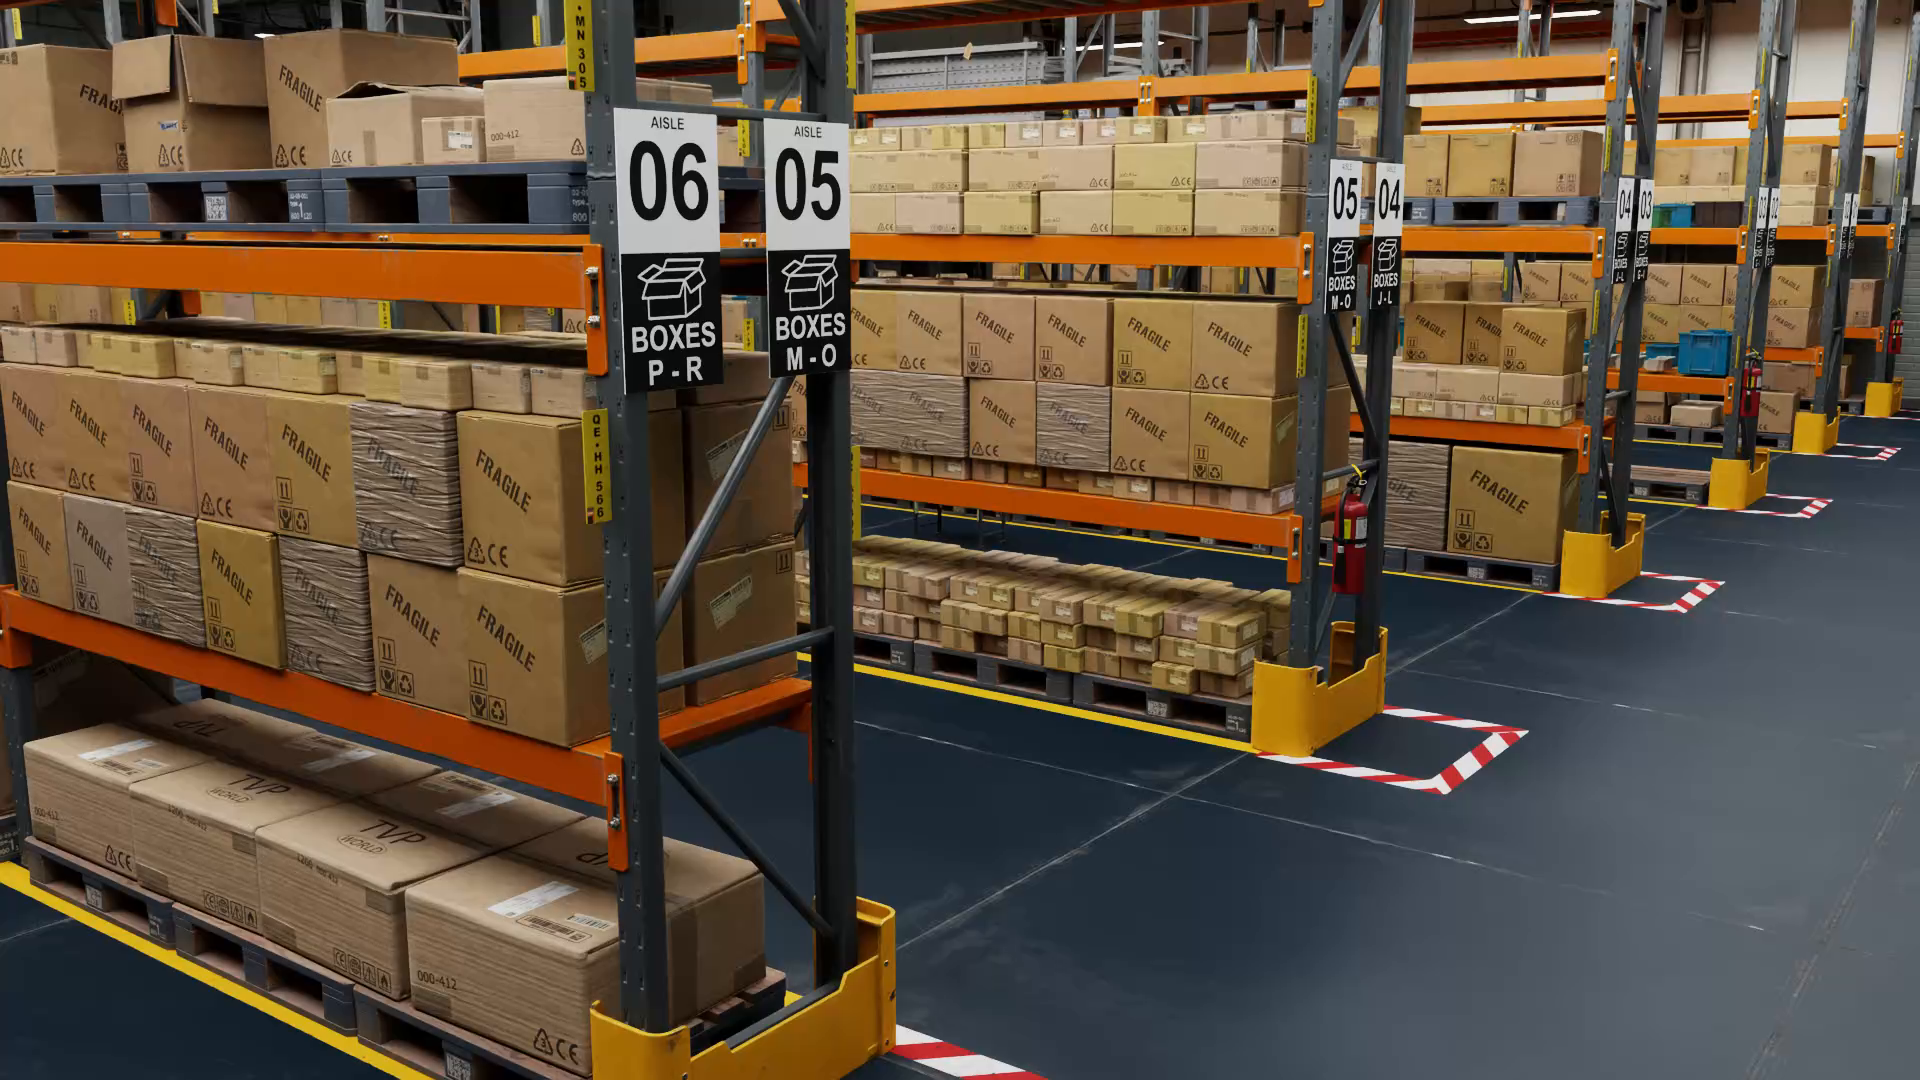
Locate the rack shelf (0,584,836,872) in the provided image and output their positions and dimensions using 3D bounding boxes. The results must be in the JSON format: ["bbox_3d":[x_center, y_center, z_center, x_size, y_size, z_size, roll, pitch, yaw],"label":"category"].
[{"bbox_3d":[-2.318,0.521,6.554,4.000,0.370,1.077,8,13,36],"label":"rack shelf"}]

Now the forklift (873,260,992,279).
[{"bbox_3d":[-0.344,-2.256,19.194,1.130,2.935,3.031,-6,13,-29],"label":"forklift"}]

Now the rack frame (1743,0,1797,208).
[{"bbox_3d":[8.092,-4.828,16.515,0.127,3.000,1.000,8,13,36],"label":"rack frame"}]

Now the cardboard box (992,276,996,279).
[{"bbox_3d":[0.598,-4.412,28.189,0.250,0.149,0.380,7,13,34],"label":"cardboard box"}]

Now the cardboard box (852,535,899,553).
[{"bbox_3d":[-0.640,0.075,11.797,0.250,0.149,0.380,8,14,37],"label":"cardboard box"}]

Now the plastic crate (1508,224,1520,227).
[{"bbox_3d":[6.118,-3.591,18.712,0.466,0.136,0.293,8,13,36],"label":"plastic crate"}]

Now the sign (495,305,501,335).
[{"bbox_3d":[-3.992,-1.890,14.281,0.005,0.325,0.100,8,13,36],"label":"sign"}]

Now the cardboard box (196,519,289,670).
[{"bbox_3d":[-2.491,0.159,6.269,0.500,0.500,0.500,8,14,37],"label":"cardboard box"}]

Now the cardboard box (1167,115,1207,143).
[{"bbox_3d":[1.353,-2.281,9.273,0.250,0.149,0.380,7,13,34],"label":"cardboard box"}]

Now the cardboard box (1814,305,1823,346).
[{"bbox_3d":[10.825,-2.780,21.459,0.500,0.500,0.500,8,14,37],"label":"cardboard box"}]

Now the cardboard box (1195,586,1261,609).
[{"bbox_3d":[1.628,0.401,10.112,0.250,0.149,0.380,8,14,37],"label":"cardboard box"}]

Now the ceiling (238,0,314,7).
[{"bbox_3d":[-17.901,-15.131,46.080,6.000,0.001,6.000,8,13,36],"label":"ceiling"}]

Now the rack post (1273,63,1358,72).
[{"bbox_3d":[4.207,-5.340,19.361,0.954,0.300,0.937,8,13,34],"label":"rack post"}]

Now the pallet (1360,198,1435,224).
[{"bbox_3d":[3.568,-2.773,14.020,1.213,0.211,1.003,8,13,36],"label":"pallet"}]

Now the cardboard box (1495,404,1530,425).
[{"bbox_3d":[4.468,-1.020,13.285,0.250,0.149,0.380,8,14,36],"label":"cardboard box"}]

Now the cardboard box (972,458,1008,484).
[{"bbox_3d":[0.287,-0.457,10.378,0.250,0.149,0.380,9,14,38],"label":"cardboard box"}]

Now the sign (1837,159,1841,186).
[{"bbox_3d":[10.682,-4.465,20.206,0.005,0.325,0.100,8,13,36],"label":"sign"}]

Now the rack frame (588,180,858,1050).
[{"bbox_3d":[-0.706,0.393,5.323,0.127,3.000,1.000,8,13,36],"label":"rack frame"}]

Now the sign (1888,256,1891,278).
[{"bbox_3d":[13.623,-4.003,24.371,0.005,0.325,0.100,8,13,36],"label":"sign"}]

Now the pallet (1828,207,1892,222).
[{"bbox_3d":[13.352,-4.910,25.071,1.213,0.211,1.003,8,13,36],"label":"pallet"}]

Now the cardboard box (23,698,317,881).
[{"bbox_3d":[-3.487,1.082,7.401,0.875,0.438,0.875,8,13,35],"label":"cardboard box"}]

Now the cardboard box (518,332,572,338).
[{"bbox_3d":[-3.438,-1.637,13.806,0.250,0.149,0.380,8,13,35],"label":"cardboard box"}]

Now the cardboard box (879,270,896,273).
[{"bbox_3d":[-1.031,-5.007,29.554,0.500,0.500,0.700,8,13,34],"label":"cardboard box"}]

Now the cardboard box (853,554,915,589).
[{"bbox_3d":[-0.506,0.207,11.119,0.250,0.149,0.380,8,13,35],"label":"cardboard box"}]

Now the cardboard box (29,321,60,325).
[{"bbox_3d":[-9.143,-2.020,17.401,0.500,0.550,0.875,8,13,36],"label":"cardboard box"}]

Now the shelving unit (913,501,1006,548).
[{"bbox_3d":[-0.005,-0.737,15.111,0.755,1.500,0.431,8,13,36],"label":"shelving unit"}]

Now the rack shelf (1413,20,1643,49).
[{"bbox_3d":[9.120,-8.298,27.594,4.000,0.370,1.077,8,13,36],"label":"rack shelf"}]

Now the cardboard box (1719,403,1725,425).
[{"bbox_3d":[10.353,-1.667,22.053,0.500,0.250,0.500,8,13,36],"label":"cardboard box"}]

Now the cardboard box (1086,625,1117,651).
[{"bbox_3d":[0.973,0.551,10.121,0.250,0.149,0.380,8,13,35],"label":"cardboard box"}]

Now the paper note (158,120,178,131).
[{"bbox_3d":[-2.743,-1.435,5.758,0.123,0.032,0.006,8,14,36],"label":"paper note"}]

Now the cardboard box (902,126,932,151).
[{"bbox_3d":[-0.152,-2.479,10.300,0.250,0.149,0.380,7,13,34],"label":"cardboard box"}]

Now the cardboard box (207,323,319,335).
[{"bbox_3d":[-2.935,-0.828,7.030,0.250,0.149,0.380,8,13,35],"label":"cardboard box"}]

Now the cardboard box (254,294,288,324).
[{"bbox_3d":[-5.897,-2.039,14.999,0.500,0.500,0.700,8,13,35],"label":"cardboard box"}]

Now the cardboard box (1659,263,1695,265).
[{"bbox_3d":[9.589,-3.442,22.251,0.500,0.500,0.500,8,13,35],"label":"cardboard box"}]

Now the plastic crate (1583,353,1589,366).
[{"bbox_3d":[6.614,-1.940,17.914,0.250,0.136,0.298,8,13,36],"label":"plastic crate"}]

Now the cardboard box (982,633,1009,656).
[{"bbox_3d":[0.349,0.615,10.575,0.250,0.149,0.380,8,14,37],"label":"cardboard box"}]

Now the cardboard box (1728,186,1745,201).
[{"bbox_3d":[10.058,-4.360,21.071,0.500,0.250,0.500,8,13,36],"label":"cardboard box"}]

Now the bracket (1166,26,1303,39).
[{"bbox_3d":[4.337,-9.574,31.569,4.783,0.066,0.076,8,13,36],"label":"bracket"}]

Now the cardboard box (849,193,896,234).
[{"bbox_3d":[-0.455,-2.078,10.591,0.500,0.250,0.500,8,13,35],"label":"cardboard box"}]

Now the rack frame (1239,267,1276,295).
[{"bbox_3d":[4.579,-3.540,25.651,0.127,3.000,1.000,8,13,36],"label":"rack frame"}]

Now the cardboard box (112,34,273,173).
[{"bbox_3d":[-2.824,-1.689,6.545,0.637,0.503,0.797,9,14,40],"label":"cardboard box"}]

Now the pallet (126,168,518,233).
[{"bbox_3d":[-2.297,-1.255,6.178,1.213,0.211,1.003,8,13,36],"label":"pallet"}]

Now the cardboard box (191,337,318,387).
[{"bbox_3d":[-2.613,-0.666,6.193,0.250,0.149,0.380,8,14,36],"label":"cardboard box"}]

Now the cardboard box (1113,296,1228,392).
[{"bbox_3d":[1.218,-1.133,9.530,0.500,0.500,0.500,7,13,34],"label":"cardboard box"}]

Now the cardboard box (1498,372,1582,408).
[{"bbox_3d":[4.612,-1.211,13.223,0.500,0.250,0.500,8,13,35],"label":"cardboard box"}]

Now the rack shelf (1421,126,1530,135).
[{"bbox_3d":[6.191,-5.711,24.026,4.000,0.370,1.077,8,13,36],"label":"rack shelf"}]

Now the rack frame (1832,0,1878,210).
[{"bbox_3d":[11.027,-5.586,20.433,0.127,3.000,1.000,8,13,36],"label":"rack frame"}]

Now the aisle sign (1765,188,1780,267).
[{"bbox_3d":[8.326,-3.196,17.031,0.004,0.787,0.394,8,13,36],"label":"aisle sign"}]

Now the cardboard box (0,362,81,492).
[{"bbox_3d":[-3.689,-0.506,7.075,0.500,0.500,0.500,8,14,36],"label":"cardboard box"}]

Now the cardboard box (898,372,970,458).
[{"bbox_3d":[-0.044,-0.810,10.496,0.500,0.500,0.500,8,13,34],"label":"cardboard box"}]

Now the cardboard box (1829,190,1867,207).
[{"bbox_3d":[13.208,-5.095,24.820,0.500,0.250,0.500,8,14,37],"label":"cardboard box"}]

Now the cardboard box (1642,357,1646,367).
[{"bbox_3d":[11.274,-2.728,26.931,0.500,0.500,0.700,8,14,36],"label":"cardboard box"}]

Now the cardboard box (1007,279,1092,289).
[{"bbox_3d":[0.870,-2.265,16.158,0.637,0.503,0.797,8,14,36],"label":"cardboard box"}]

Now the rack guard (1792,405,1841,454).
[{"bbox_3d":[10.965,-1.422,21.284,0.348,0.500,1.175,8,13,36],"label":"rack guard"}]
